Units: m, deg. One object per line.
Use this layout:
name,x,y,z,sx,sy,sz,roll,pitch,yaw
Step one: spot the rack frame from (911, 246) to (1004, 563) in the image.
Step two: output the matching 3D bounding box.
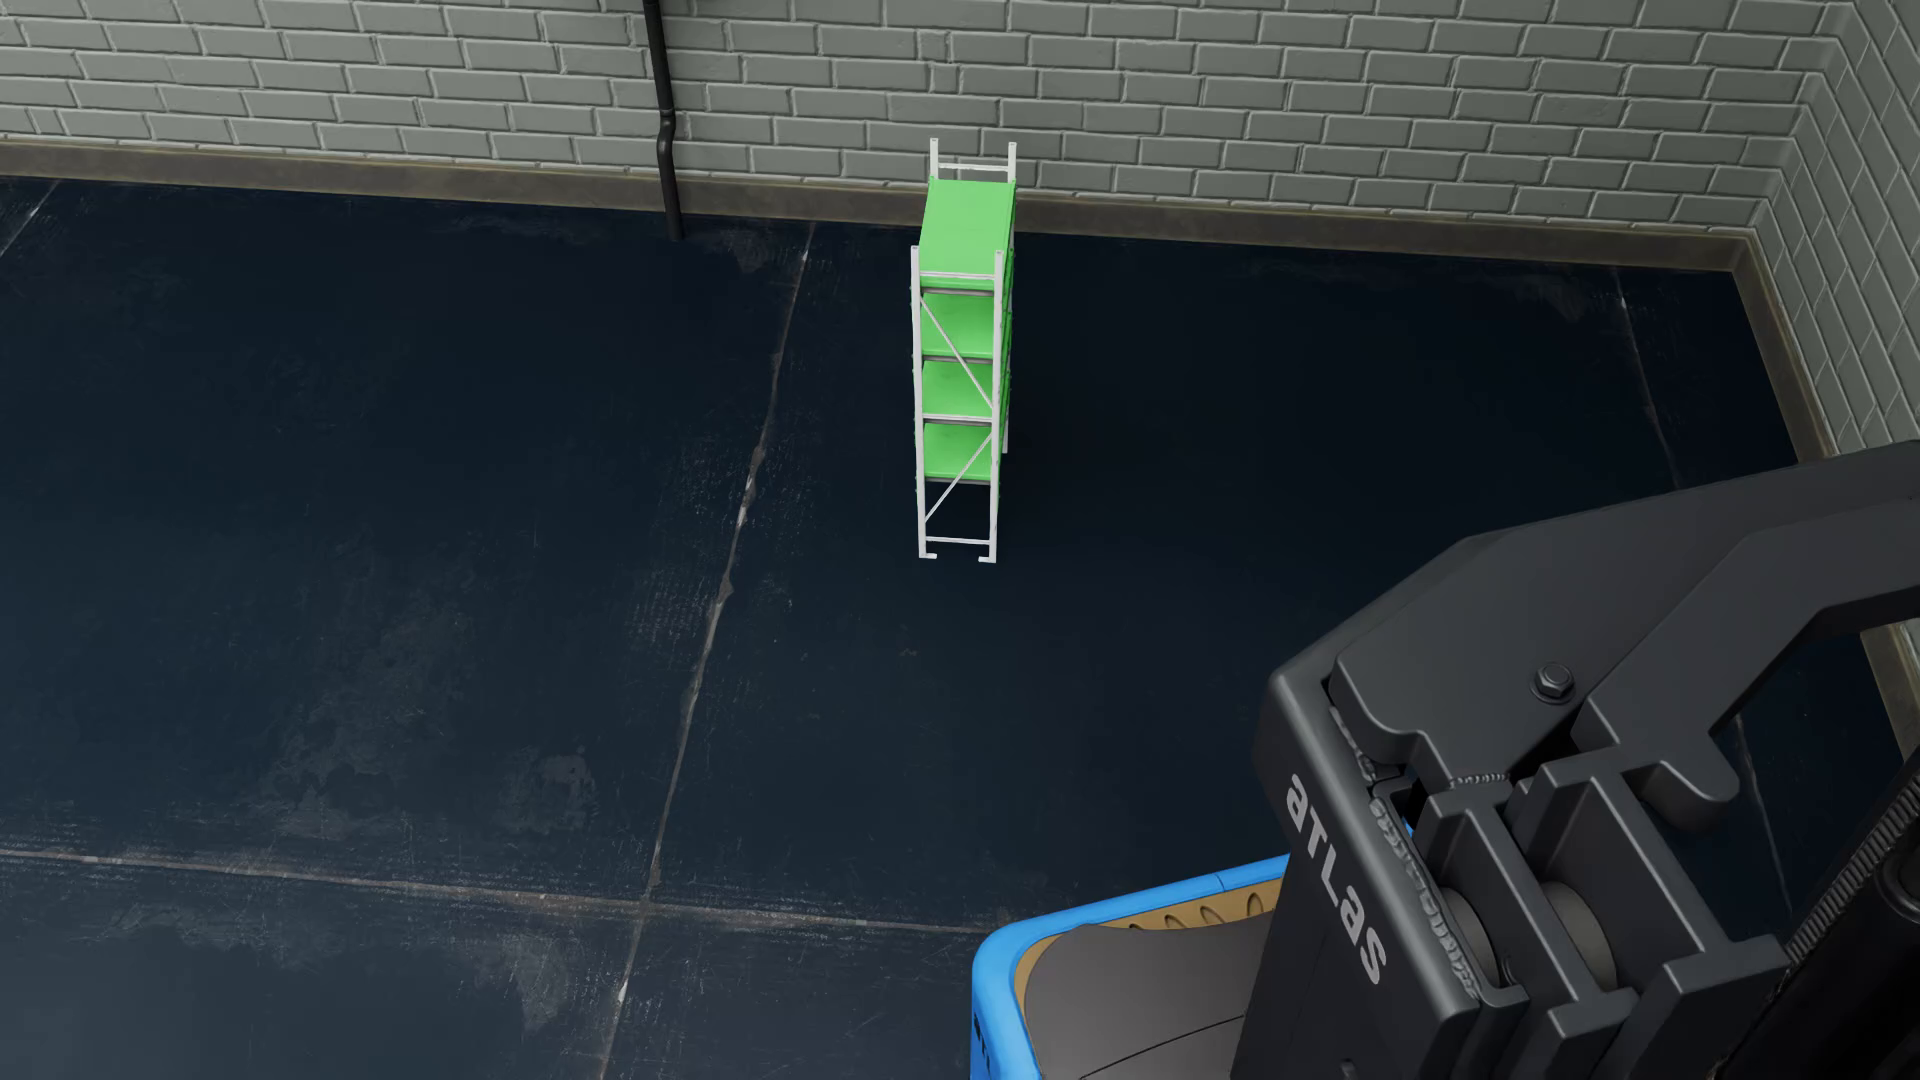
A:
rack frame,-0.007,-0.347,4.755,0.240,1.200,0.015,4,48,4

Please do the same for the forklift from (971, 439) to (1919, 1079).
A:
forklift,0.894,1.429,1.956,1.130,2.935,3.031,-12,49,-10

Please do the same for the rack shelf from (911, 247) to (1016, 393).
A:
rack shelf,0.015,-0.645,4.789,0.258,0.148,0.480,4,48,4

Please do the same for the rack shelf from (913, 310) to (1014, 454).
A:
rack shelf,0.015,-0.483,4.966,0.258,0.148,0.480,4,48,4

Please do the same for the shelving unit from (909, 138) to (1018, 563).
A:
shelving unit,0.015,-0.527,4.919,0.258,1.200,0.503,4,48,4

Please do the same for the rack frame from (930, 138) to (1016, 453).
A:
rack frame,0.037,-0.706,5.083,0.240,1.200,0.015,4,48,4

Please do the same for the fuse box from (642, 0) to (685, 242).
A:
fuse box,-1.046,-1.702,5.647,0.539,1.711,0.414,4,48,4

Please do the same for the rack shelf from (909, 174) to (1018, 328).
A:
rack shelf,0.015,-0.807,4.611,0.258,0.148,0.480,4,48,4

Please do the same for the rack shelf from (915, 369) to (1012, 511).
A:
rack shelf,0.015,-0.321,5.143,0.258,0.148,0.480,4,48,4
